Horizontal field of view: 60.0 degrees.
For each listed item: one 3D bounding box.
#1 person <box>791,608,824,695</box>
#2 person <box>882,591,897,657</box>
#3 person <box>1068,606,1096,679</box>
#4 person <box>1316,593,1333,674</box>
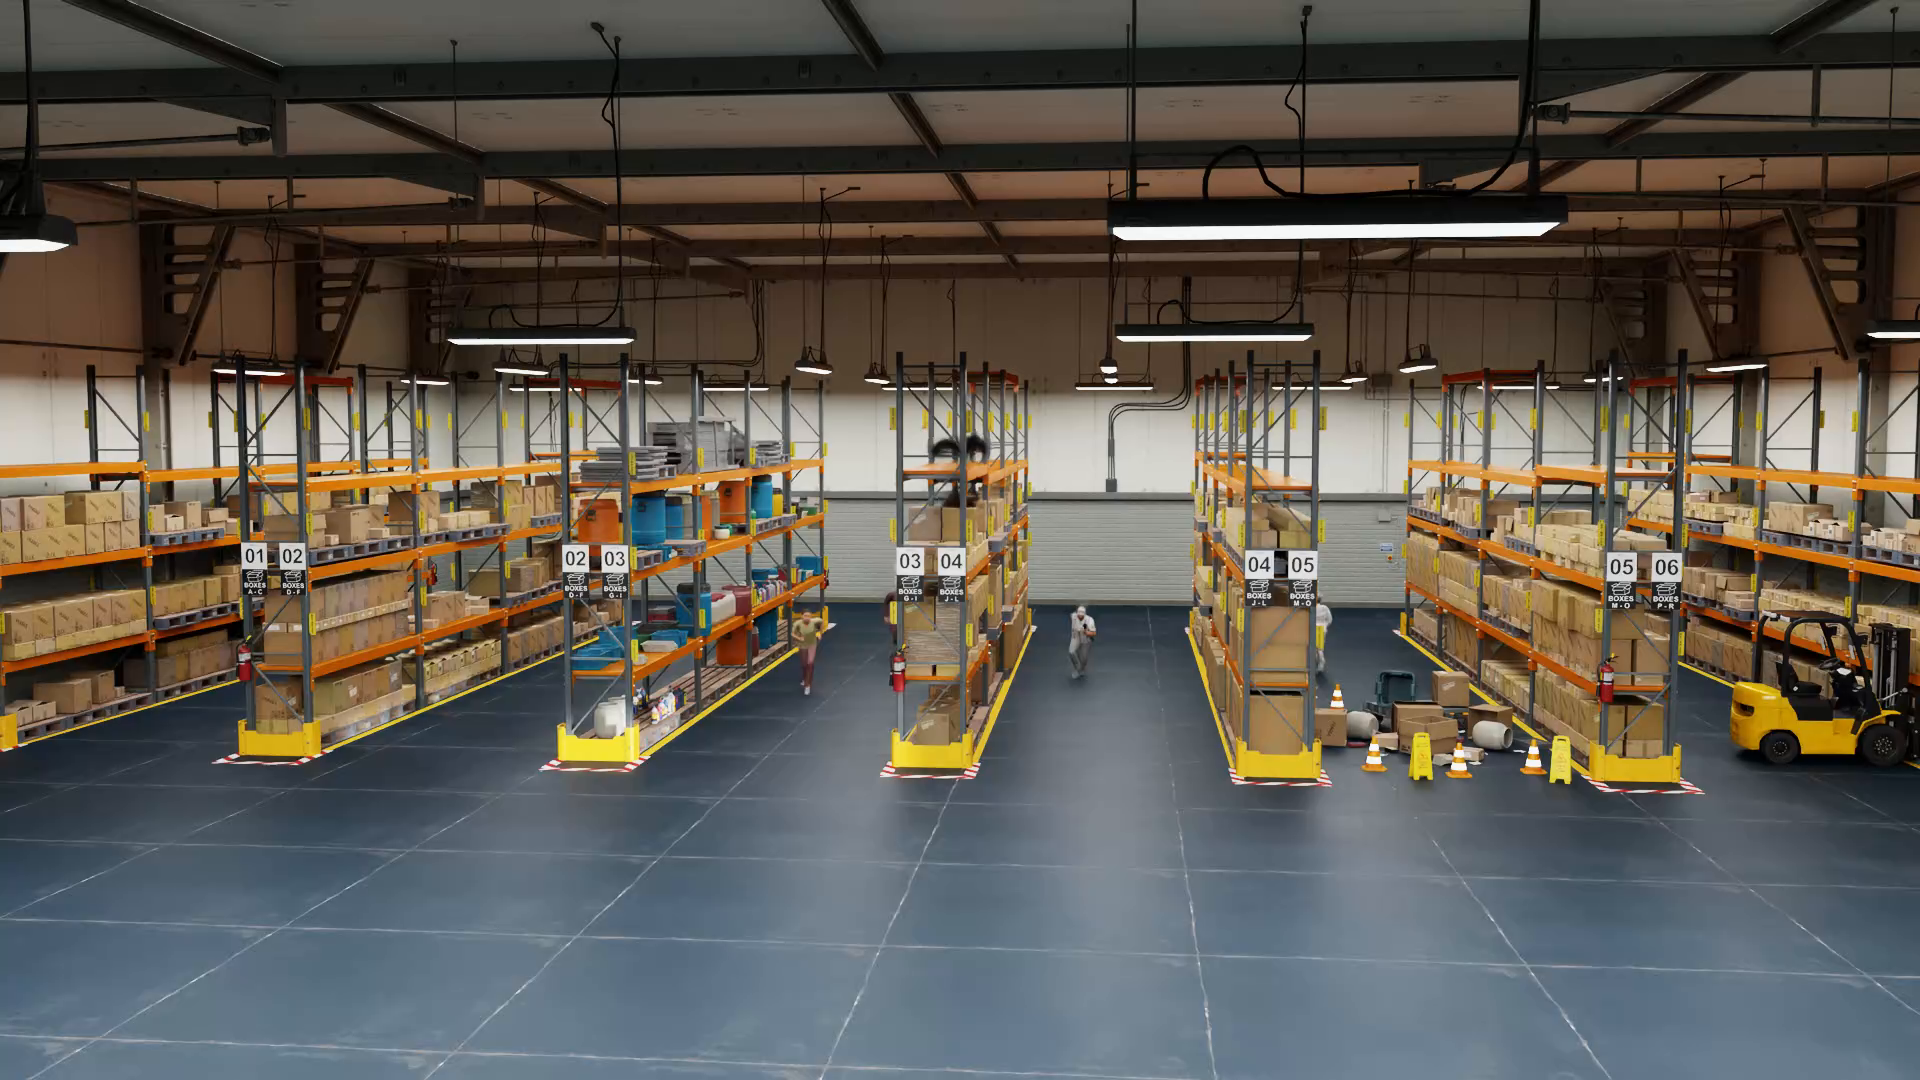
[{"bbox_3d":[-2.836,2.037,30.901,0.614,1.626,0.946,0,4,-6],"label":"person"},{"bbox_3d":[-1.255,1.686,34.726,0.712,1.712,0.710,-1,4,-11],"label":"person"},{"bbox_3d":[2.389,1.969,32.349,0.590,1.437,1.062,1,4,14],"label":"person"},{"bbox_3d":[7.117,1.858,32.931,0.607,1.641,0.555,-1,4,-7],"label":"person"}]
